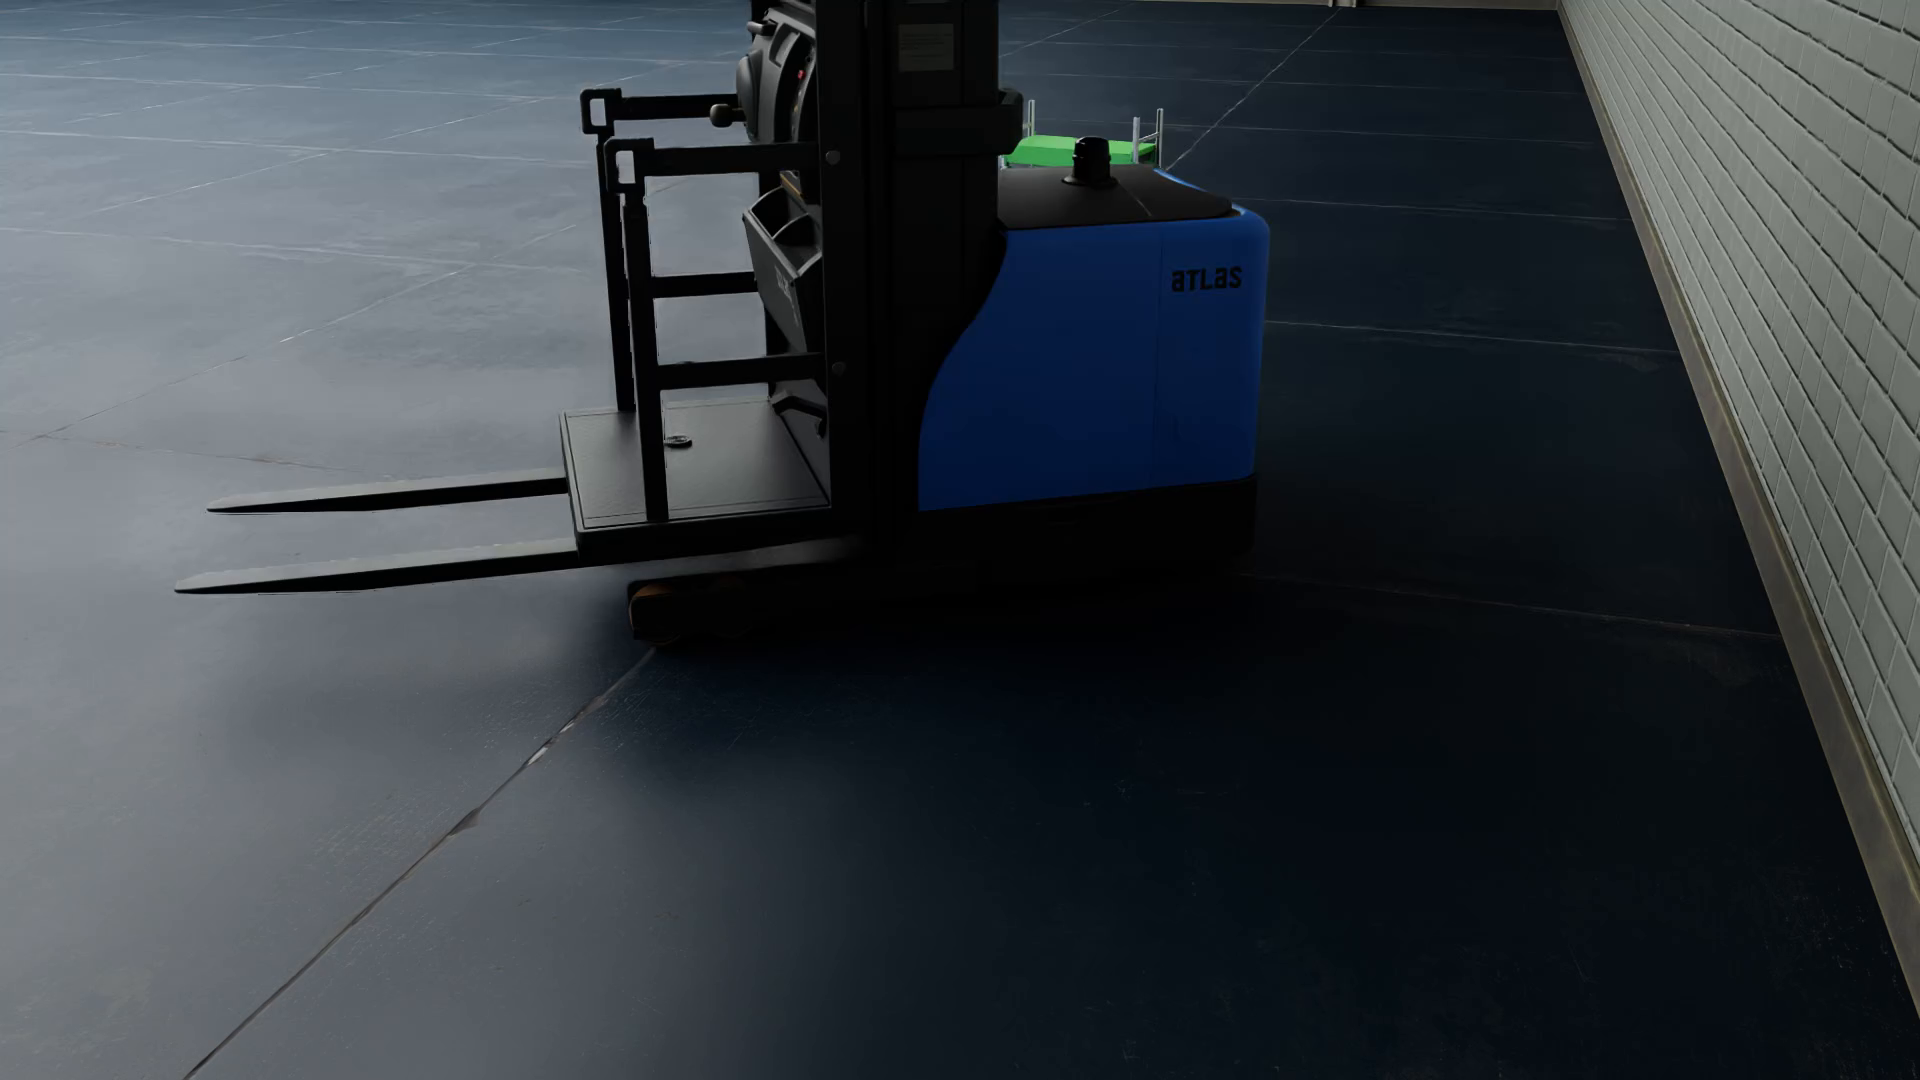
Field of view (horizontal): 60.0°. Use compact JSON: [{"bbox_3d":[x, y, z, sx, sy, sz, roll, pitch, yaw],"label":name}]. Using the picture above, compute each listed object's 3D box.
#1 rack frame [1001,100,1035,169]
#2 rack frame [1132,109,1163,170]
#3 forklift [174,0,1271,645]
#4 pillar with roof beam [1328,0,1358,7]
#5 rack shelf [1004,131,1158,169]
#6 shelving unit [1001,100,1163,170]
[{"bbox_3d":[0.206,-0.975,6.066,0.015,1.200,0.240,11,25,25],"label":"rack frame"},{"bbox_3d":[0.640,-0.890,5.859,0.015,1.200,0.240,11,25,25],"label":"rack frame"},{"bbox_3d":[-0.687,-1.289,4.551,3.031,2.935,1.130,-6,23,-14],"label":"forklift"},{"bbox_3d":[4.353,-10.403,18.773,0.400,9.000,9.100,7,23,16],"label":"pillar with roof beam"},{"bbox_3d":[0.423,-1.317,5.804,0.480,0.148,0.258,11,25,25],"label":"rack shelf"},{"bbox_3d":[0.423,-0.932,5.962,0.503,1.200,0.258,11,25,25],"label":"shelving unit"}]
